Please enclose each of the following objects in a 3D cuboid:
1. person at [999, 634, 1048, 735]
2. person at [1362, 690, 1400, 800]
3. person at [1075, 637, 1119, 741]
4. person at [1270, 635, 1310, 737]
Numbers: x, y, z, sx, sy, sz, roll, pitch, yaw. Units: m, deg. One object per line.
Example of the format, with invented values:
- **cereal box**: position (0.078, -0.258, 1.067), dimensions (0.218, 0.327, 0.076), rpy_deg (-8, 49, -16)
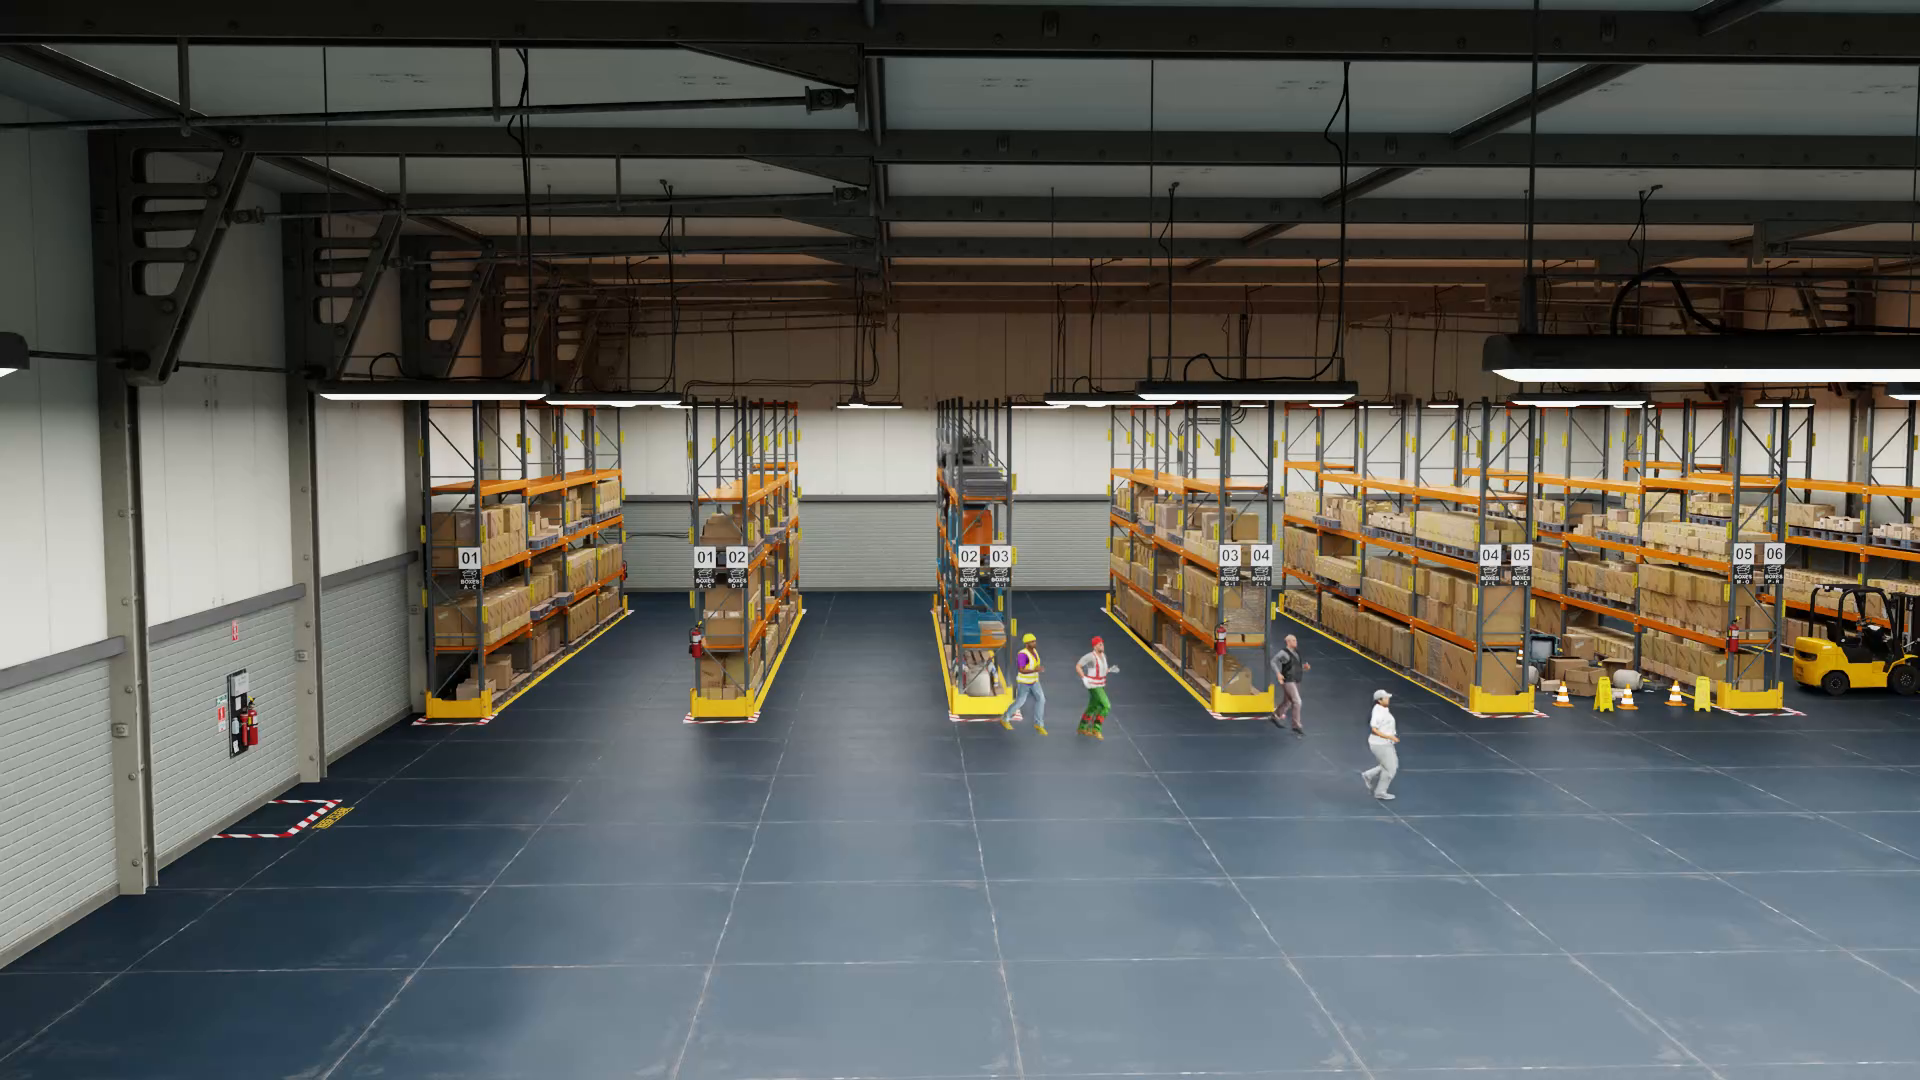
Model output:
- **person**: position (1.171, 2.560, 29.590), dimensions (0.909, 1.817, 0.712), rpy_deg (3, 5, 35)
- **person**: position (6.227, 3.015, 24.592), dimensions (0.575, 1.616, 0.604), rpy_deg (2, 5, 20)
- **person**: position (2.407, 2.600, 29.096), dimensions (0.746, 1.832, 0.616), rpy_deg (2, 5, 28)
- **person**: position (5.868, 2.563, 29.578), dimensions (0.829, 1.760, 0.636), rpy_deg (4, 6, 39)
